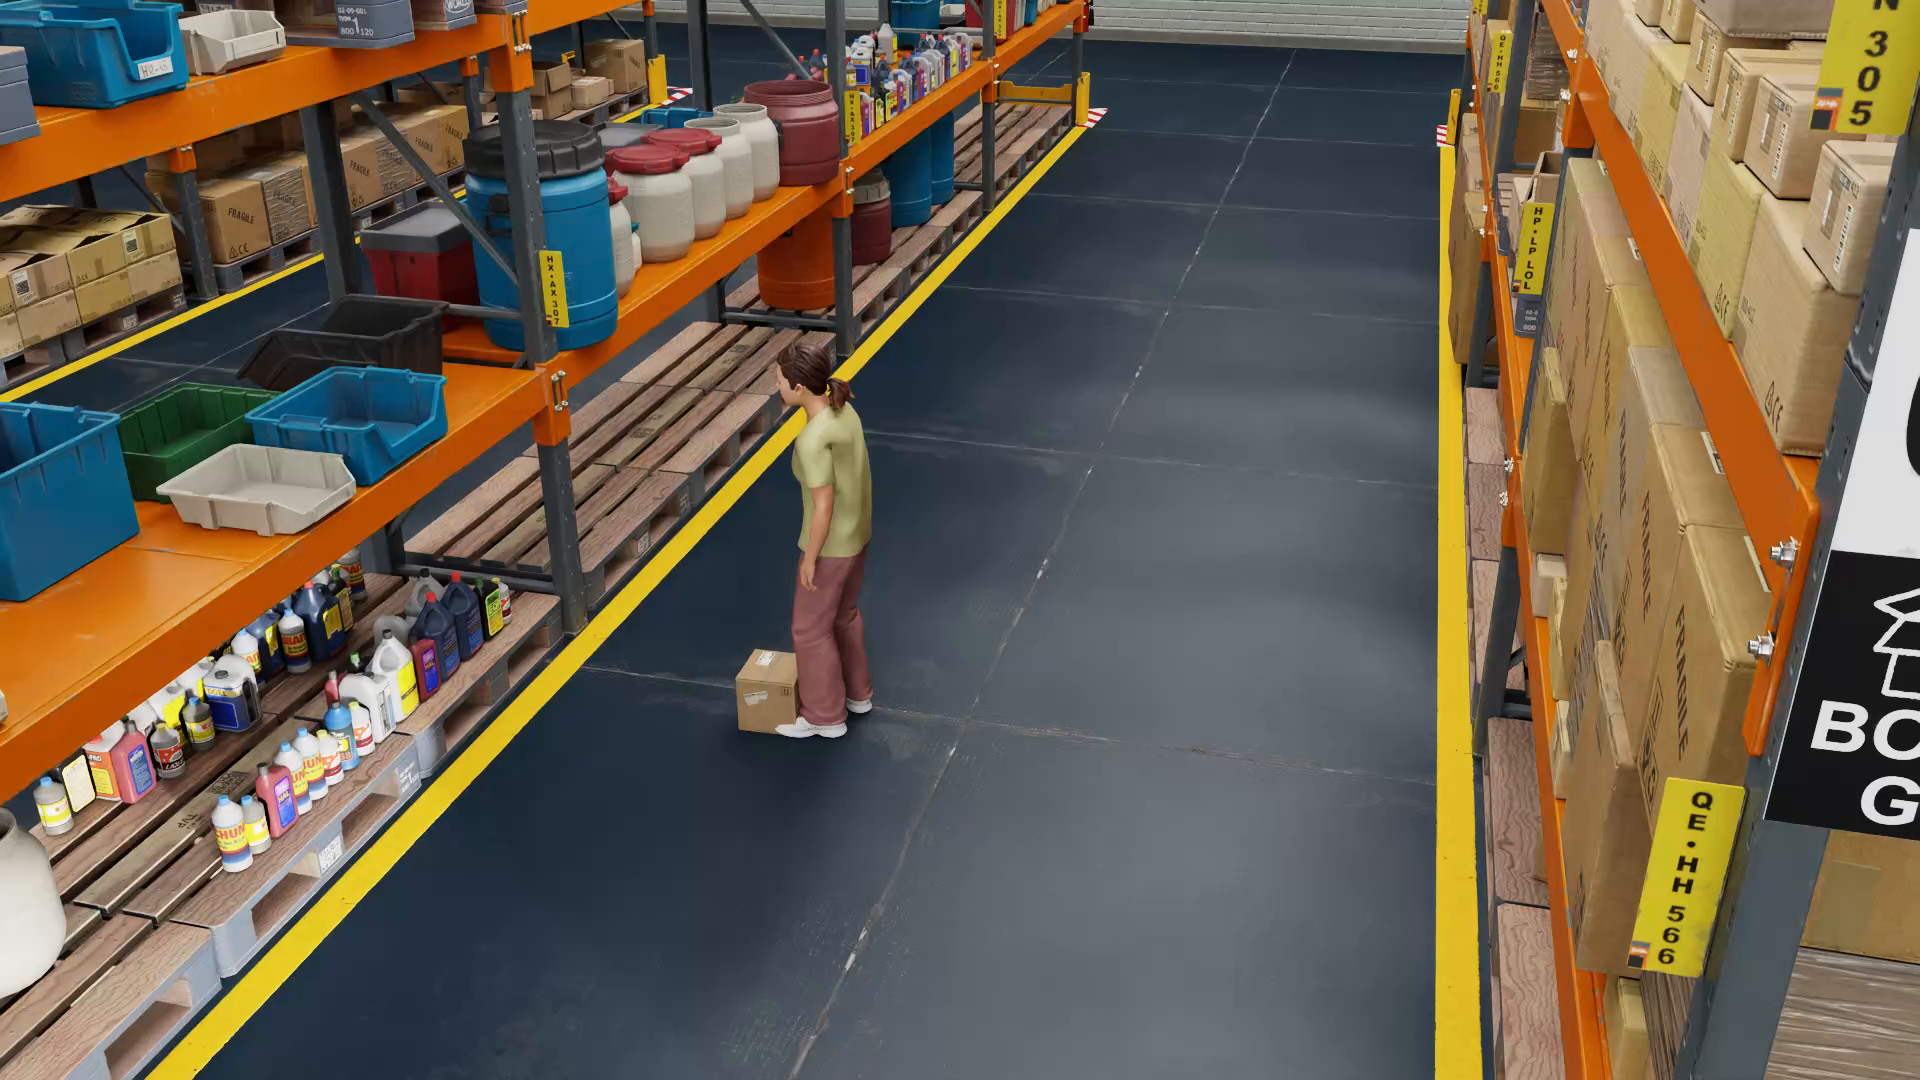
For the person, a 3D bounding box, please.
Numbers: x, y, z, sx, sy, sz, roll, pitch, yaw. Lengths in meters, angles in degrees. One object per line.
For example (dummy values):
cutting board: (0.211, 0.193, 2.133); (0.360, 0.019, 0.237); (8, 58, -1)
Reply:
person: (-0.554, 0.012, 6.585); (0.405, 1.673, 0.502); (6, 26, 13)
